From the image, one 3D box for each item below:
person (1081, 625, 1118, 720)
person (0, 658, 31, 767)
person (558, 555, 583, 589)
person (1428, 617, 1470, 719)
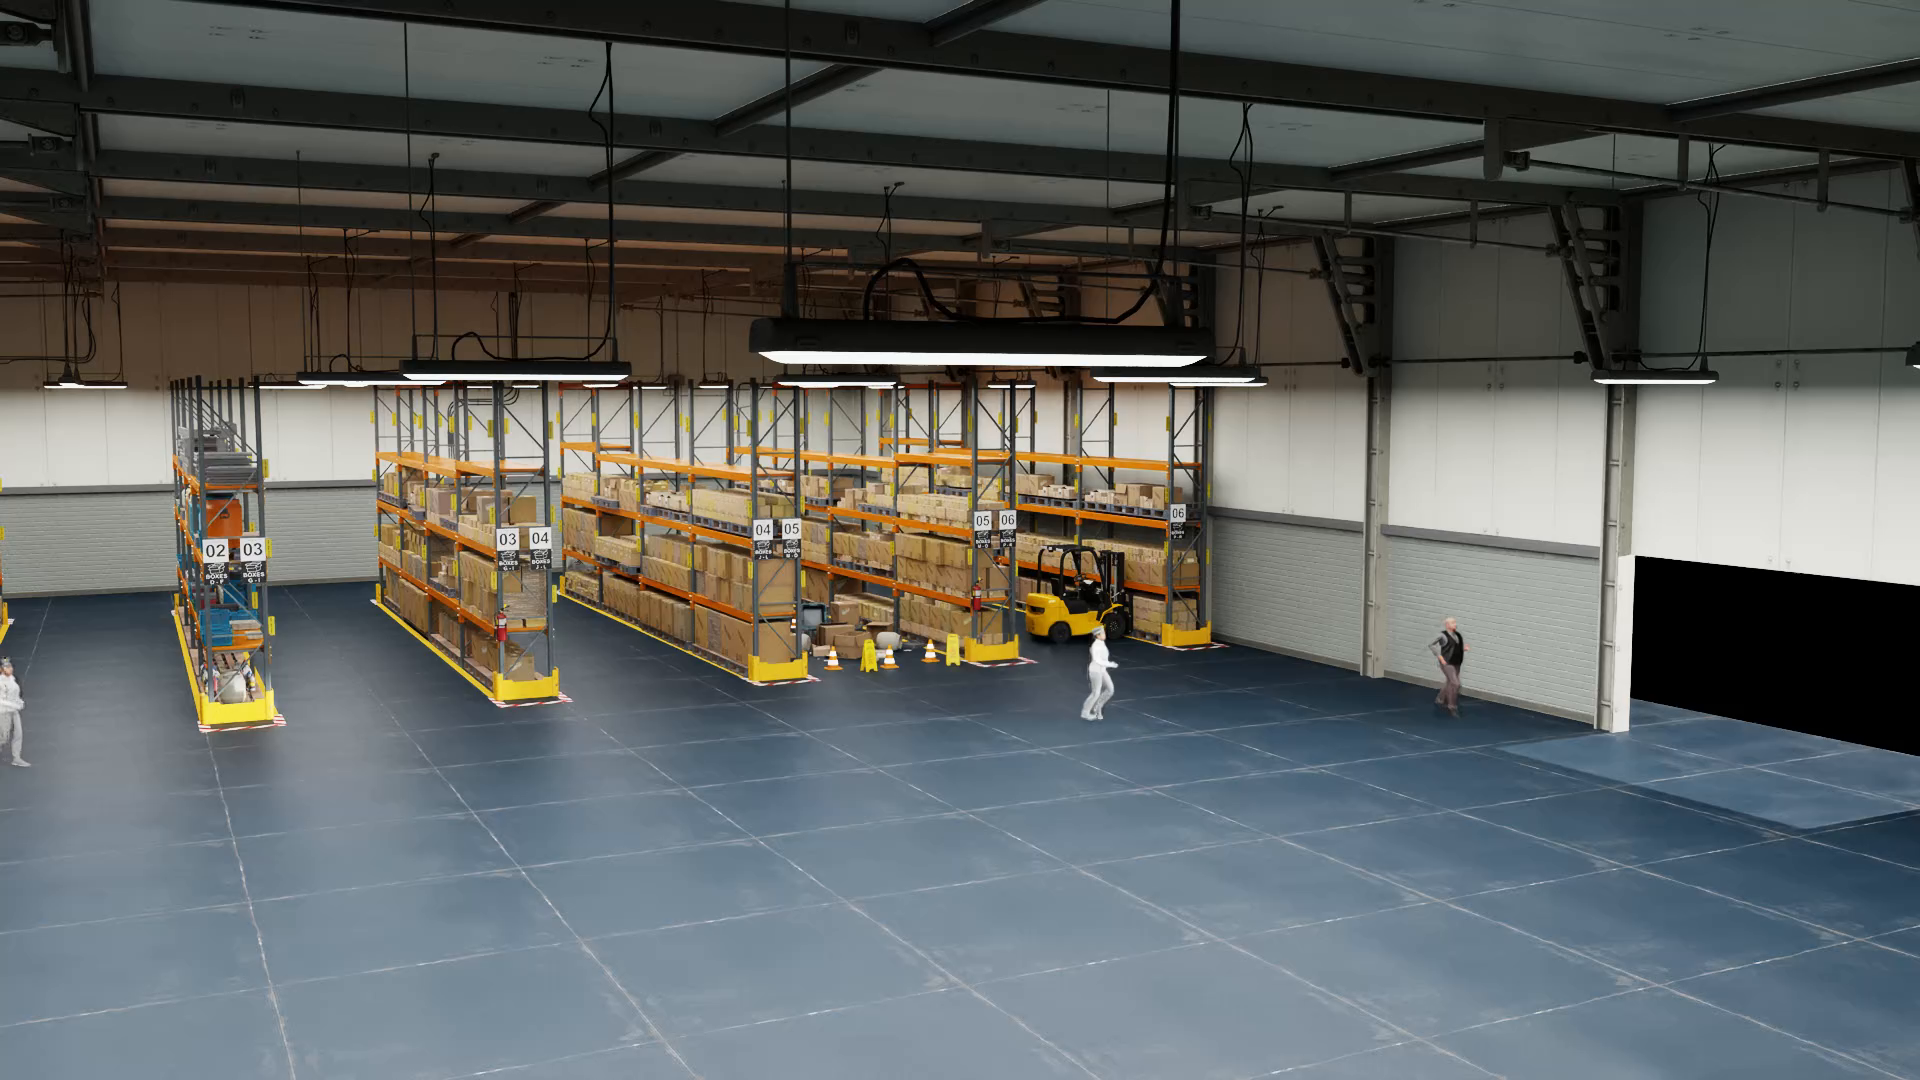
[{"bbox_3d":[2.442,2.321,28.935,0.660,1.708,0.643,2,5,19],"label":"person"},{"bbox_3d":[-14.647,2.640,25.440,0.800,1.699,0.625,0,5,0],"label":"person"},{"bbox_3d":[-11.210,0.547,48.467,0.898,1.814,0.677,-4,7,-39],"label":"person"},{"bbox_3d":[8.678,2.254,29.403,0.639,1.780,0.731,-4,6,-35],"label":"person"}]
